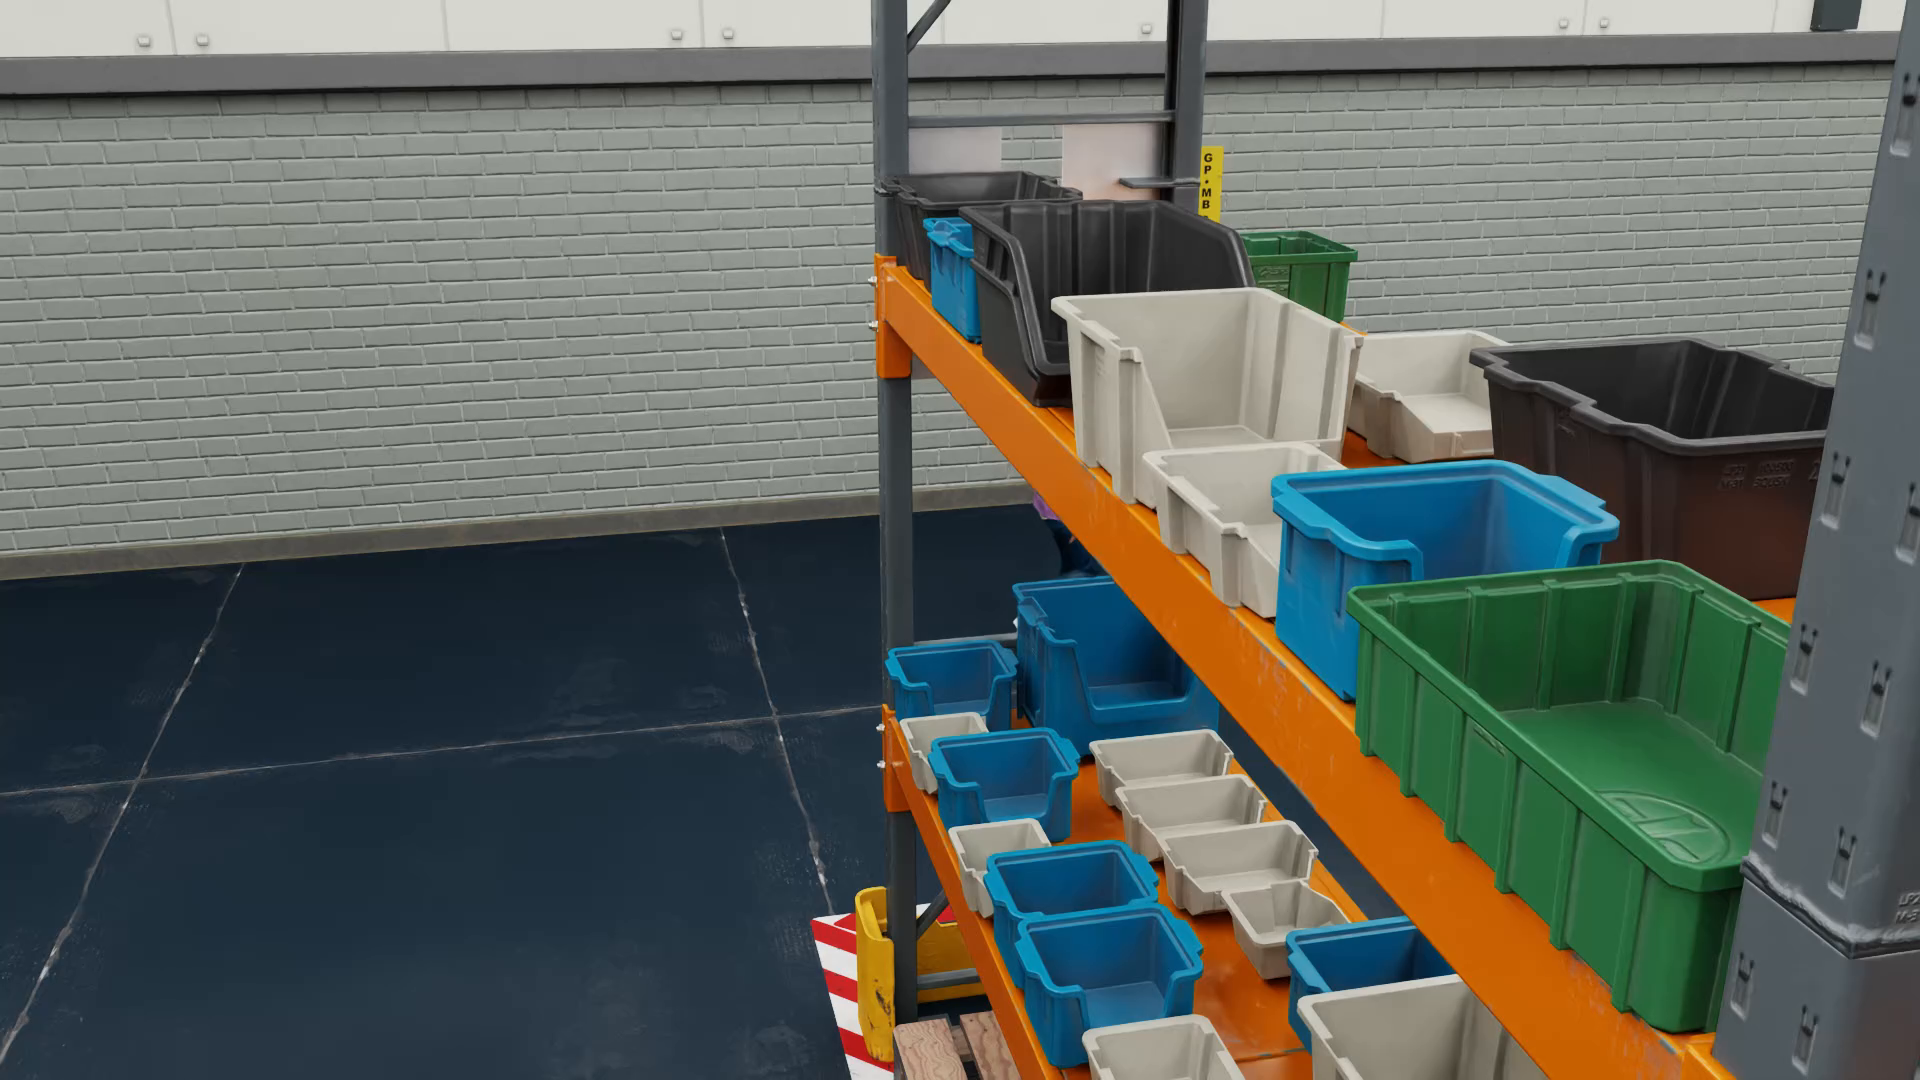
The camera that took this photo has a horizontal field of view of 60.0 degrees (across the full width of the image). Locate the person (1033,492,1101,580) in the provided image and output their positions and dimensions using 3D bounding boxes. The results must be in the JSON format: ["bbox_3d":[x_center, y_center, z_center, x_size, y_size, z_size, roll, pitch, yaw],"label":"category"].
[{"bbox_3d":[0.581,-0.047,9.007,0.594,1.362,0.436,-5,21,-14],"label":"person"}]
